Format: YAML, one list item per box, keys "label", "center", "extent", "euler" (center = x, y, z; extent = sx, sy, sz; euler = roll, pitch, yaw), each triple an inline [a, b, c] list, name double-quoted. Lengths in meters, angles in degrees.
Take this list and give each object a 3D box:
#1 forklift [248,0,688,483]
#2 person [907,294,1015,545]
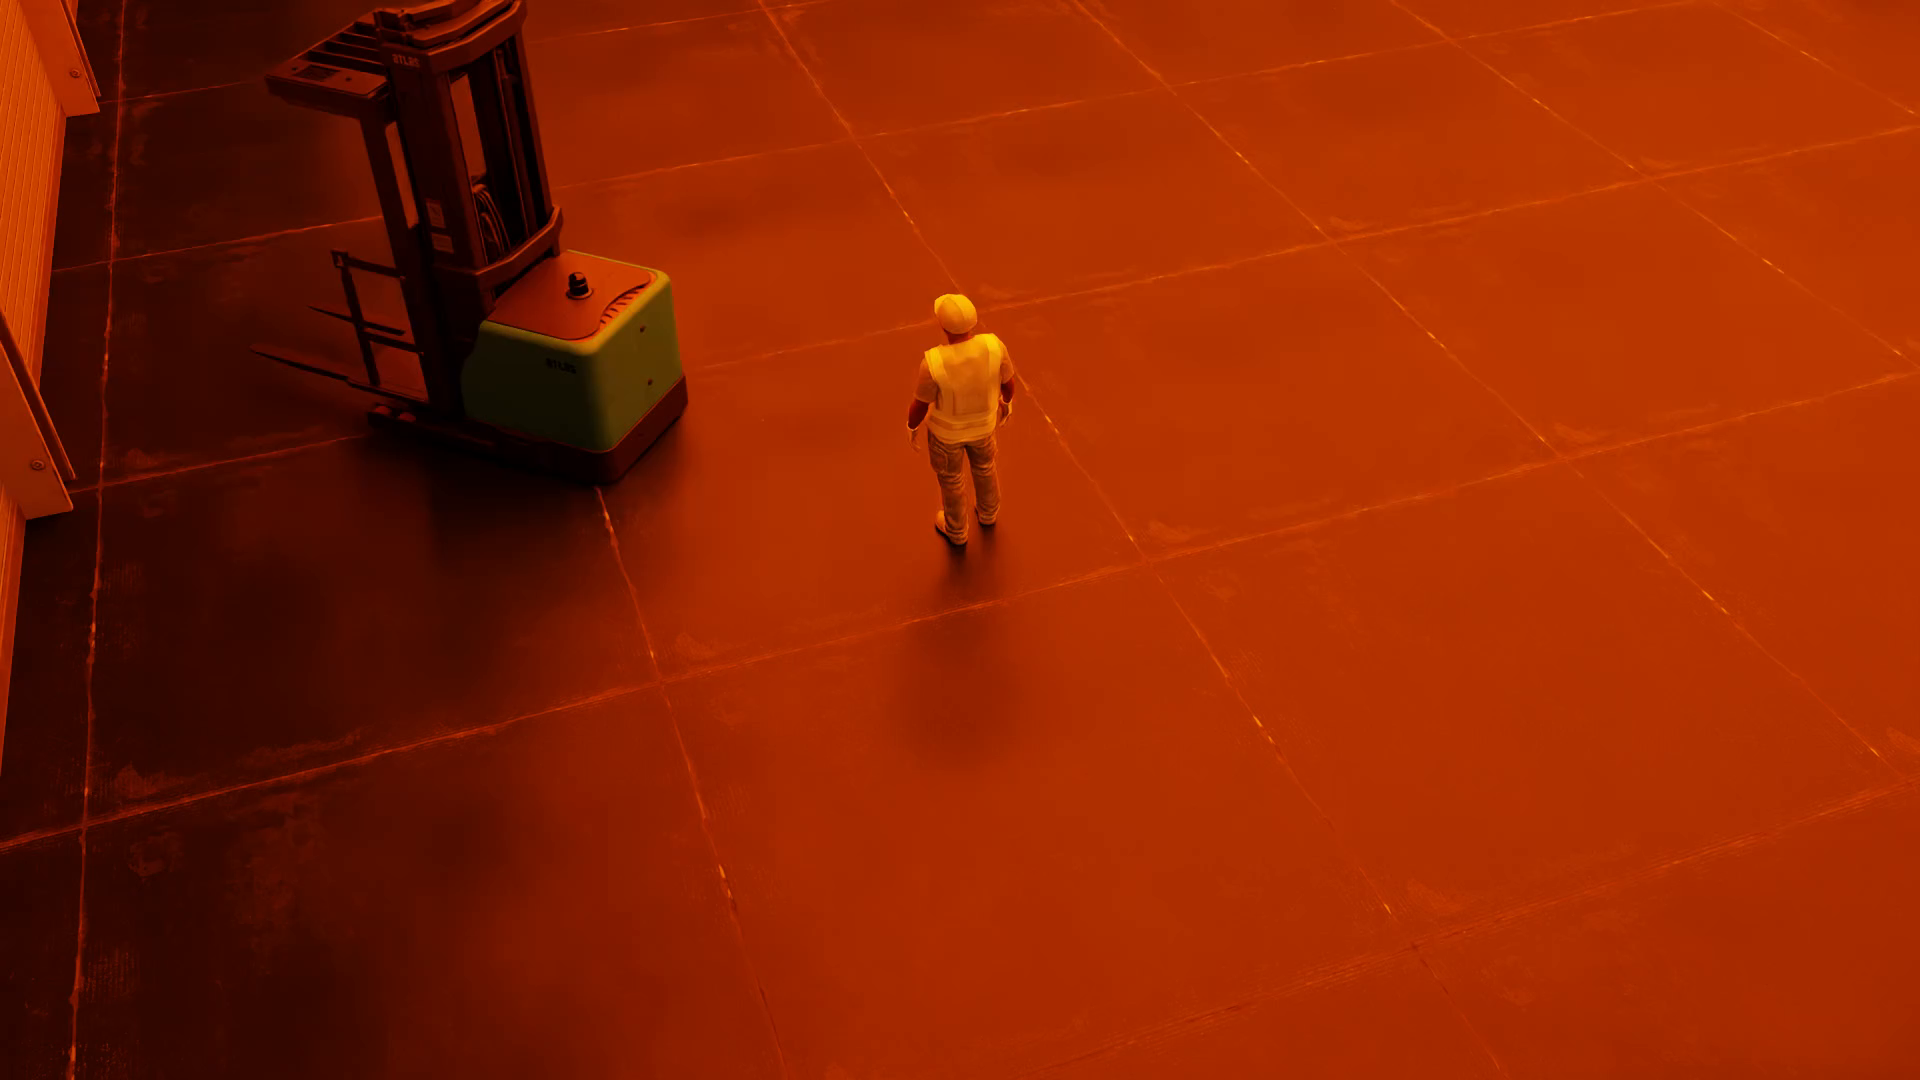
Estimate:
- label: "forklift"
  center: [-3.407, -2.101, 10.498]
  extent: [3.031, 2.935, 1.130]
  euler: [15, 42, 17]
- label: "person"
  center: [-0.016, -0.734, 9.752]
  extent: [0.656, 1.782, 0.577]
  euler: [-13, 42, -15]
